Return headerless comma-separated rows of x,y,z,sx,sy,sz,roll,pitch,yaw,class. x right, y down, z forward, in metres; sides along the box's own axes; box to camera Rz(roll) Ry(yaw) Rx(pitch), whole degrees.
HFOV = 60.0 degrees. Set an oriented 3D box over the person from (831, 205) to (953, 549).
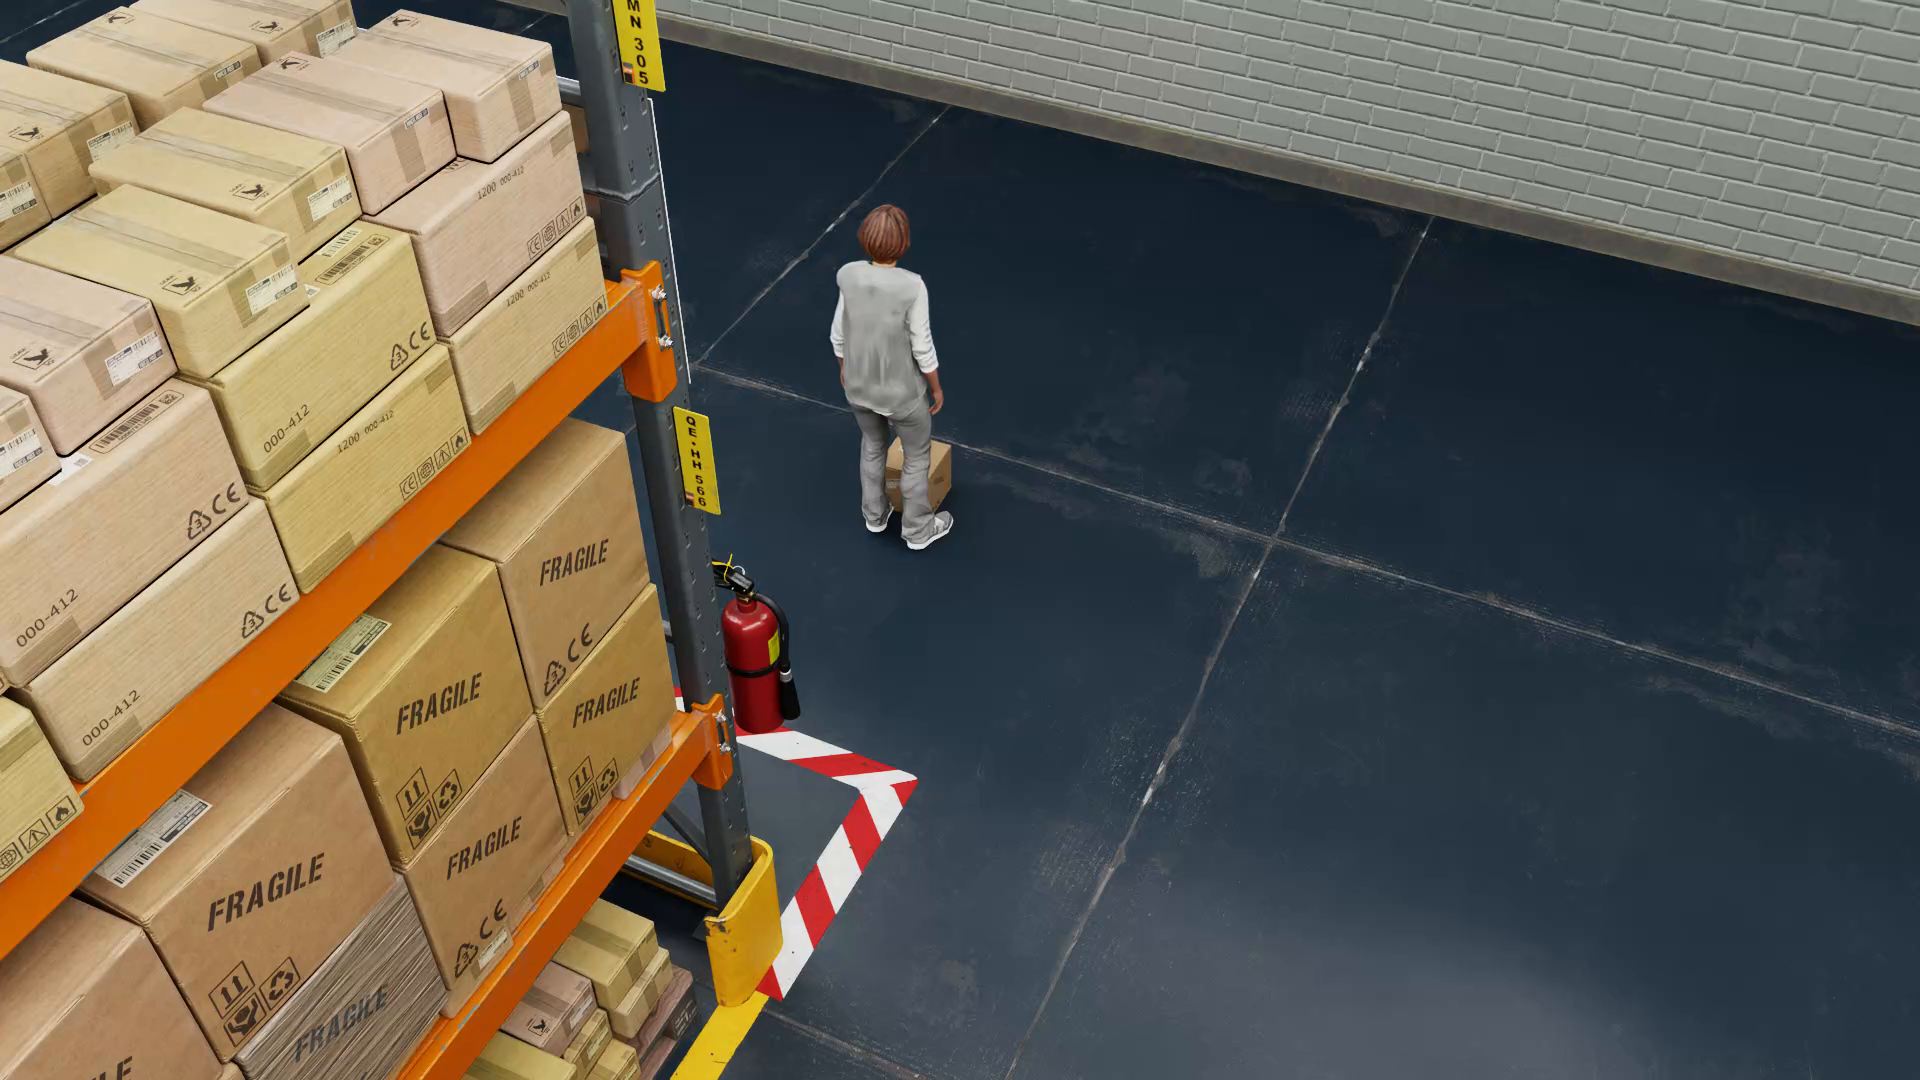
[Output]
-0.291,-0.643,6.868,0.472,1.593,0.366,17,45,17,person
